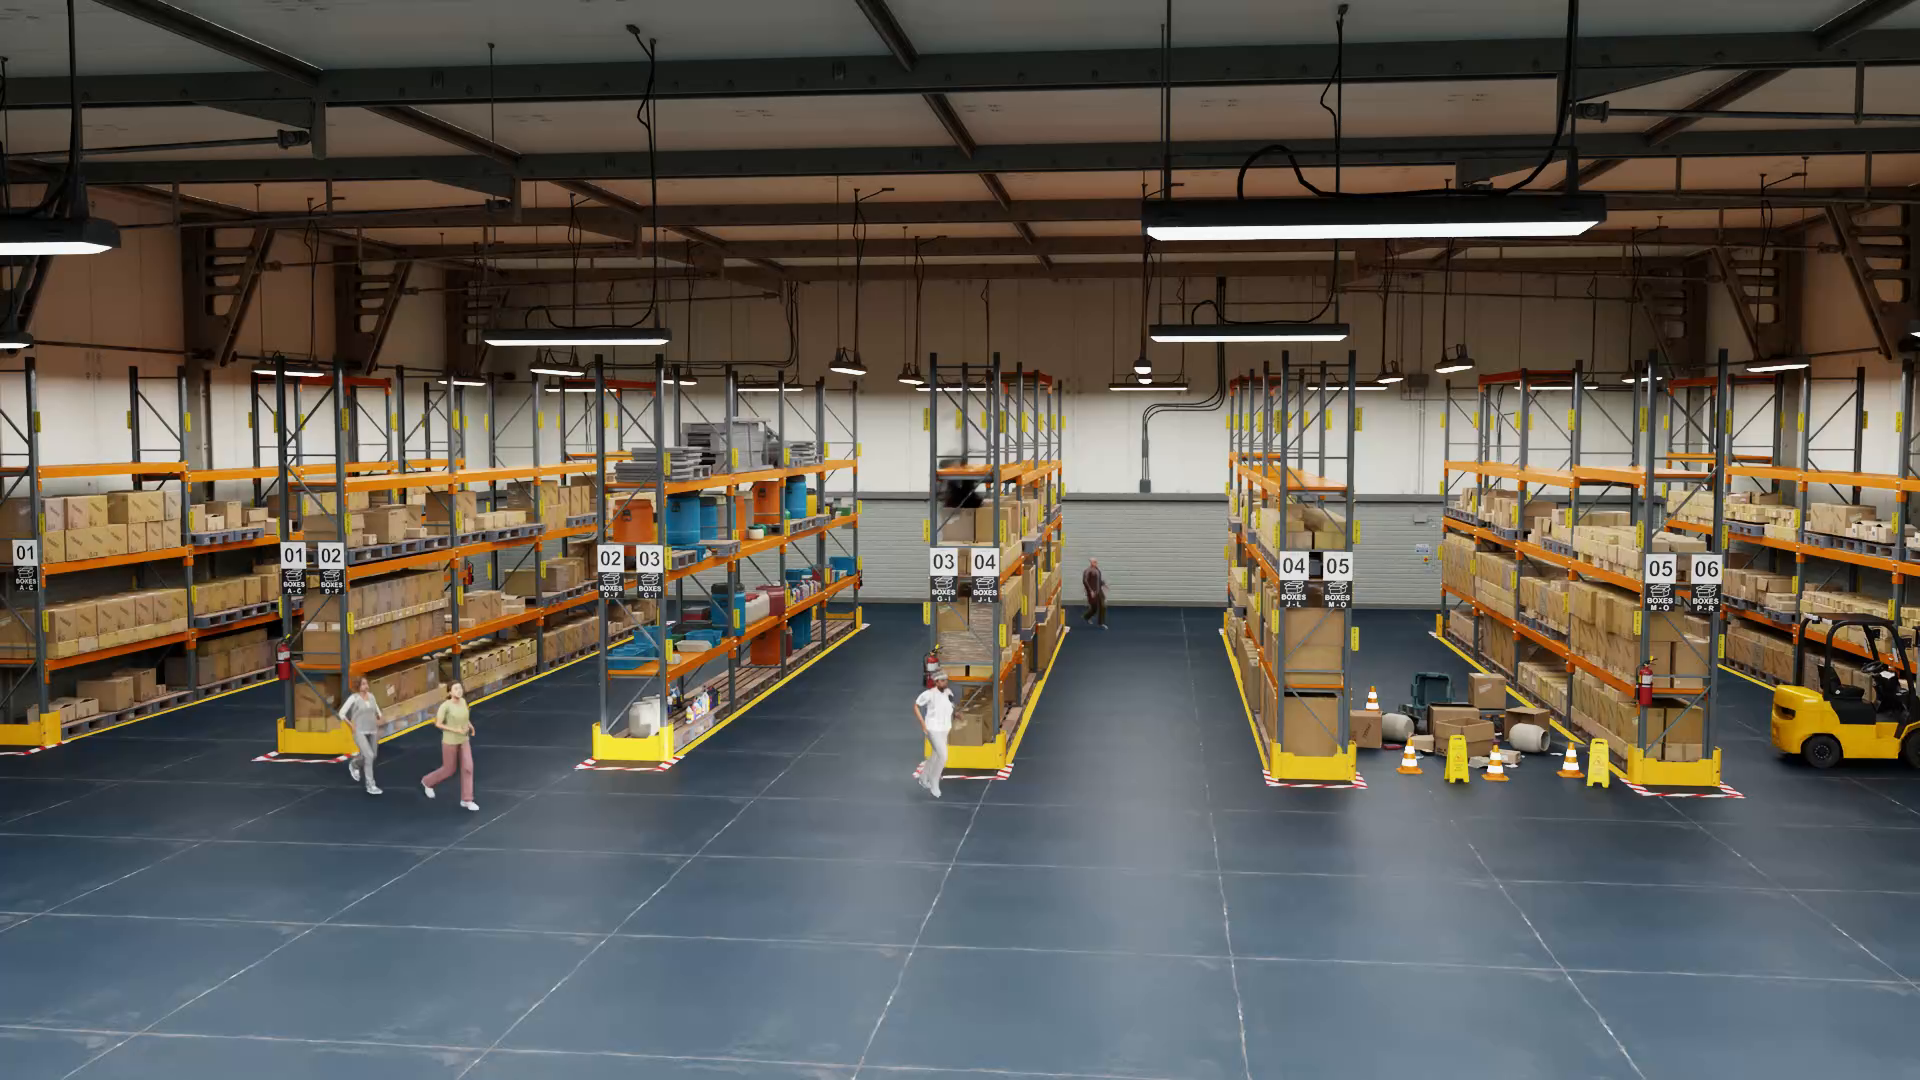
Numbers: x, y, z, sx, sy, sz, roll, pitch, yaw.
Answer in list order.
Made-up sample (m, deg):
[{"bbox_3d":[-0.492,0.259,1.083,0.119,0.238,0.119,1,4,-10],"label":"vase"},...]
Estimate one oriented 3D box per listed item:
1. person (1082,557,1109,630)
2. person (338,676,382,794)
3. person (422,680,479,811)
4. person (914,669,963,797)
[{"bbox_3d":[3.225,1.293,40.370,0.804,1.758,0.894,-3,5,-40],"label":"person"},{"bbox_3d":[-8.096,2.623,22.515,0.792,1.567,0.548,3,5,35],"label":"person"},{"bbox_3d":[-6.599,2.650,21.645,0.917,1.672,0.587,3,5,34],"label":"person"},{"bbox_3d":[-0.287,2.581,22.441,0.552,1.708,0.758,-4,6,-43],"label":"person"}]
